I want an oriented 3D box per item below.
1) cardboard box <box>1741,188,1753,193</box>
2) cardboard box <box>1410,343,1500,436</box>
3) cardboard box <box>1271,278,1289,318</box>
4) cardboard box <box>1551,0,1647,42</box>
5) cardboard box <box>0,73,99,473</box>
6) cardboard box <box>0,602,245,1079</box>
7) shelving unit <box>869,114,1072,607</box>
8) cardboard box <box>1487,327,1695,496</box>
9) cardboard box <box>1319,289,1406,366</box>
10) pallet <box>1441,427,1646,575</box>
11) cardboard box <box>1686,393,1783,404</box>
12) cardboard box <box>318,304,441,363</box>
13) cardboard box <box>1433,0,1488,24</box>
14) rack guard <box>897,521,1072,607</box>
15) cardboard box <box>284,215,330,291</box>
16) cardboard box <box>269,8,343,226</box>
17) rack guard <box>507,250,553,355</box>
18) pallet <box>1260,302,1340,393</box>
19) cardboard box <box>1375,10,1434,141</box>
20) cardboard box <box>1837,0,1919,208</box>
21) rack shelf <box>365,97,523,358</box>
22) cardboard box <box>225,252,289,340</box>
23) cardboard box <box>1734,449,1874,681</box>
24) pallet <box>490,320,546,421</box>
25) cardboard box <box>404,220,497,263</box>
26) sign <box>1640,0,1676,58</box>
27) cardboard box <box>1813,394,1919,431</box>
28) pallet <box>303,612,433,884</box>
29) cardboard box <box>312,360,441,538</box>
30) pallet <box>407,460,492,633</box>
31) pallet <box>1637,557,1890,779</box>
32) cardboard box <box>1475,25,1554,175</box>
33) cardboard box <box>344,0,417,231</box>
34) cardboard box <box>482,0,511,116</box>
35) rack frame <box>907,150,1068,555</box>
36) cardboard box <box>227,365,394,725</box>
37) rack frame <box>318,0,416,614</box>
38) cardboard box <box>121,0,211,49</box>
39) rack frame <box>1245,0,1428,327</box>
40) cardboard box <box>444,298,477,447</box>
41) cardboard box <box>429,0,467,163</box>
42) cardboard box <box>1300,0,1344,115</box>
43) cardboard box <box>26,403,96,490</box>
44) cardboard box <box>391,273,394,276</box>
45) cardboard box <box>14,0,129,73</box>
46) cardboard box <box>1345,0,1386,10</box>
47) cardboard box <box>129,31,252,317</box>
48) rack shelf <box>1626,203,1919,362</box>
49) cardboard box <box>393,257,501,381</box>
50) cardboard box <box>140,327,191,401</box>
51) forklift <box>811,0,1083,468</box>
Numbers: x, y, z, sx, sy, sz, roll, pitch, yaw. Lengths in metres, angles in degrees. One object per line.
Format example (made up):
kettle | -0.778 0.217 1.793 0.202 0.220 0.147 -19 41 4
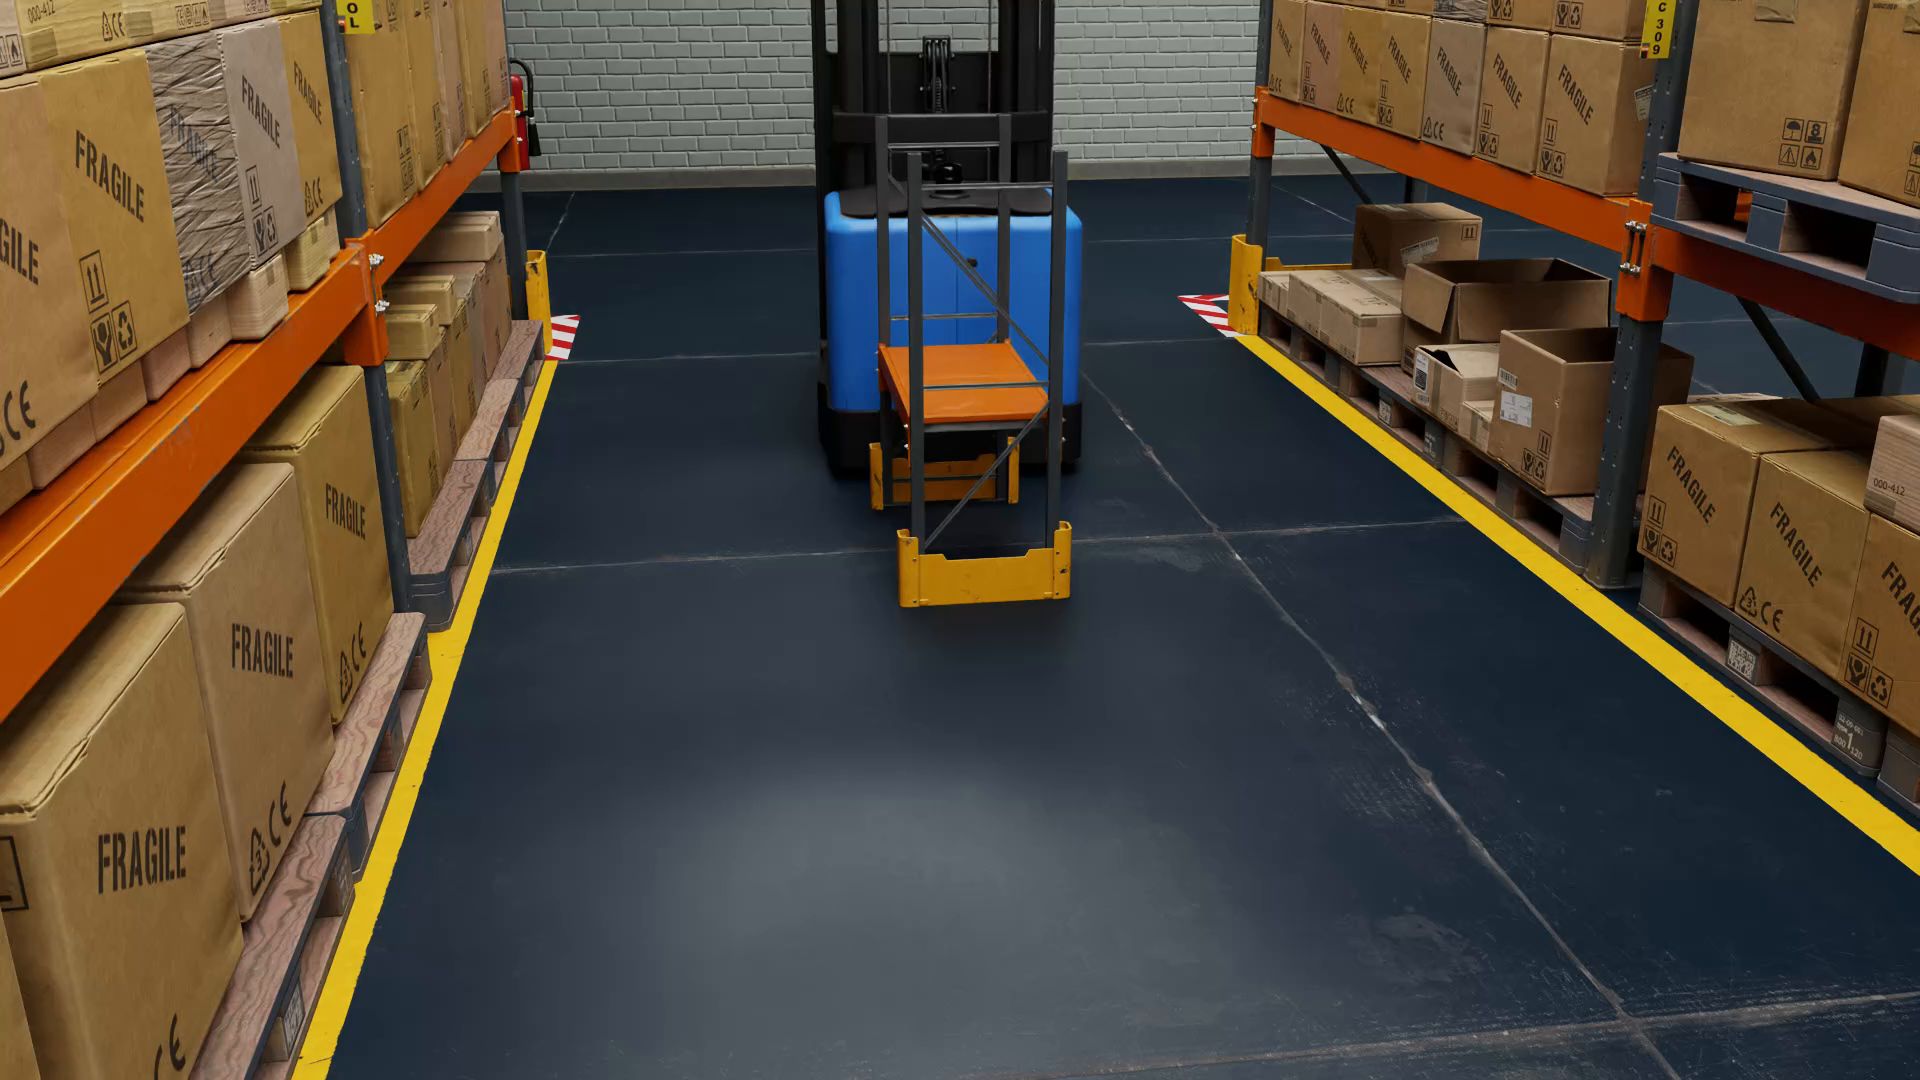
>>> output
cardboard box | 2.888 -1.509 5.826 0.500 0.500 0.500 -2 21 -6
cardboard box | 2.221 -0.661 6.912 0.500 0.311 0.500 -3 21 -8
cardboard box | 1.871 -1.287 8.794 0.380 0.166 0.250 -3 21 -8
cardboard box | 2.362 -1.949 5.575 0.500 0.500 0.500 -3 21 -7
cardboard box | -1.587 -0.366 2.312 0.500 0.500 0.500 -3 21 -8
cardboard box | -1.729 0.610 2.768 0.750 0.750 0.750 -3 21 -8
shelving unit | 0.011 -0.676 5.883 0.587 1.500 1.083 -3 21 -8
cardboard box | 2.329 -0.490 6.184 0.500 0.500 0.500 -3 21 -8
cardboard box | 2.057 -1.026 7.977 0.500 0.250 0.500 -3 21 -8
pallet | 2.593 -0.203 6.459 1.003 0.211 1.213 -3 21 -8
cardboard box | 2.845 -0.374 6.146 0.500 0.311 0.500 -3 21 -8
cardboard box | -2.085 -0.742 5.961 0.380 0.149 0.250 -2 21 -6
cardboard box | 2.213 -2.301 6.517 0.500 0.500 0.500 -3 21 -7
rack guard | 0.083 0.082 5.640 0.587 0.250 0.087 -3 21 -8
cardboard box | -1.821 -0.723 4.196 0.380 0.149 0.250 -3 21 -7
cardboard box | -1.894 -1.069 4.195 0.500 0.500 0.500 -3 21 -9
rack guard | -2.790 -1.243 8.829 1.175 0.500 0.348 -3 21 -8
pallet | 2.242 -1.048 8.720 1.003 0.211 1.213 -3 21 -8
cardboard box | 2.137 -2.011 7.171 0.500 0.500 0.500 -3 21 -7
cardboard box | 2.700 -1.105 4.145 0.700 0.500 0.500 0 20 1
rack shelf | -2.498 -1.376 6.641 1.077 0.370 4.000 -3 21 -8
cardboard box | -1.732 -0.543 3.713 0.380 0.149 0.250 -3 21 -8
cardboard box | 2.608 0.057 4.720 0.500 0.500 0.500 -3 21 -7
pallet | -2.594 -0.826 8.127 1.003 0.211 1.213 -3 21 -8
cardboard box | -2.350 -1.374 7.653 0.380 0.149 0.250 -2 21 -6
sign | 2.156 -1.647 5.102 0.100 0.325 0.005 -3 21 -8
cardboard box | 3.046 -0.150 5.276 0.500 0.500 0.500 -3 21 -8
pallet | -2.024 0.549 4.444 1.003 0.211 1.213 -3 21 -8
cardboard box | -2.216 -0.310 5.732 0.700 0.500 0.500 -3 21 -7
pallet | -2.242 0.019 5.865 1.003 0.211 1.213 -3 21 -8
pallet | 2.846 0.314 5.073 1.003 0.211 1.213 -3 21 -8
cardboard box | 2.290 -1.657 6.223 0.500 0.500 0.500 -2 21 -6
cardboard box | -2.272 -1.350 5.114 0.980 0.700 0.700 -3 21 -7
cardboard box | -2.703 -2.370 7.846 0.980 0.700 0.700 -2 21 -5
rack frame | 0.086 -0.497 5.403 0.500 1.500 0.032 -3 21 -8
cardboard box | -1.988 0.008 4.379 0.750 0.750 0.750 -3 21 -7
rack frame | -2.210 -1.021 4.661 1.000 3.000 0.127 -3 21 -8
cardboard box | -1.752 -1.064 3.111 0.500 0.250 0.500 -3 21 -7
rack frame | 2.115 -2.657 9.042 1.000 3.000 0.127 -3 21 -8
cardboard box | -2.357 -0.662 6.675 0.700 0.500 0.500 -2 21 -6
cardboard box | -2.486 -1.854 6.465 0.980 0.700 0.700 -4 21 -10
cardboard box | 1.998 -2.358 8.100 0.500 0.500 0.500 -3 21 -8
cardboard box | -1.683 -0.184 2.751 0.380 0.149 0.250 -3 21 -7
cardboard box | -2.656 -1.181 7.136 0.380 0.149 0.250 -3 21 -7
cardboard box | -1.678 -0.888 2.638 0.500 0.250 0.500 -3 21 -9
cardboard box | 2.068 -2.651 7.454 0.500 0.500 0.500 -3 21 -7
cardboard box | -1.747 -0.718 3.256 0.500 0.500 0.500 -3 21 -8
rack shelf | 2.980 -0.242 3.606 1.077 0.370 4.000 -3 21 -8
cardboard box | -2.514 -1.021 7.634 0.700 0.500 0.500 -3 21 -8
cardboard box | -1.741 -0.367 3.243 0.380 0.149 0.250 -3 21 -9
forklift | -0.143 -2.139 7.753 1.130 2.935 3.031 -2 21 -5
